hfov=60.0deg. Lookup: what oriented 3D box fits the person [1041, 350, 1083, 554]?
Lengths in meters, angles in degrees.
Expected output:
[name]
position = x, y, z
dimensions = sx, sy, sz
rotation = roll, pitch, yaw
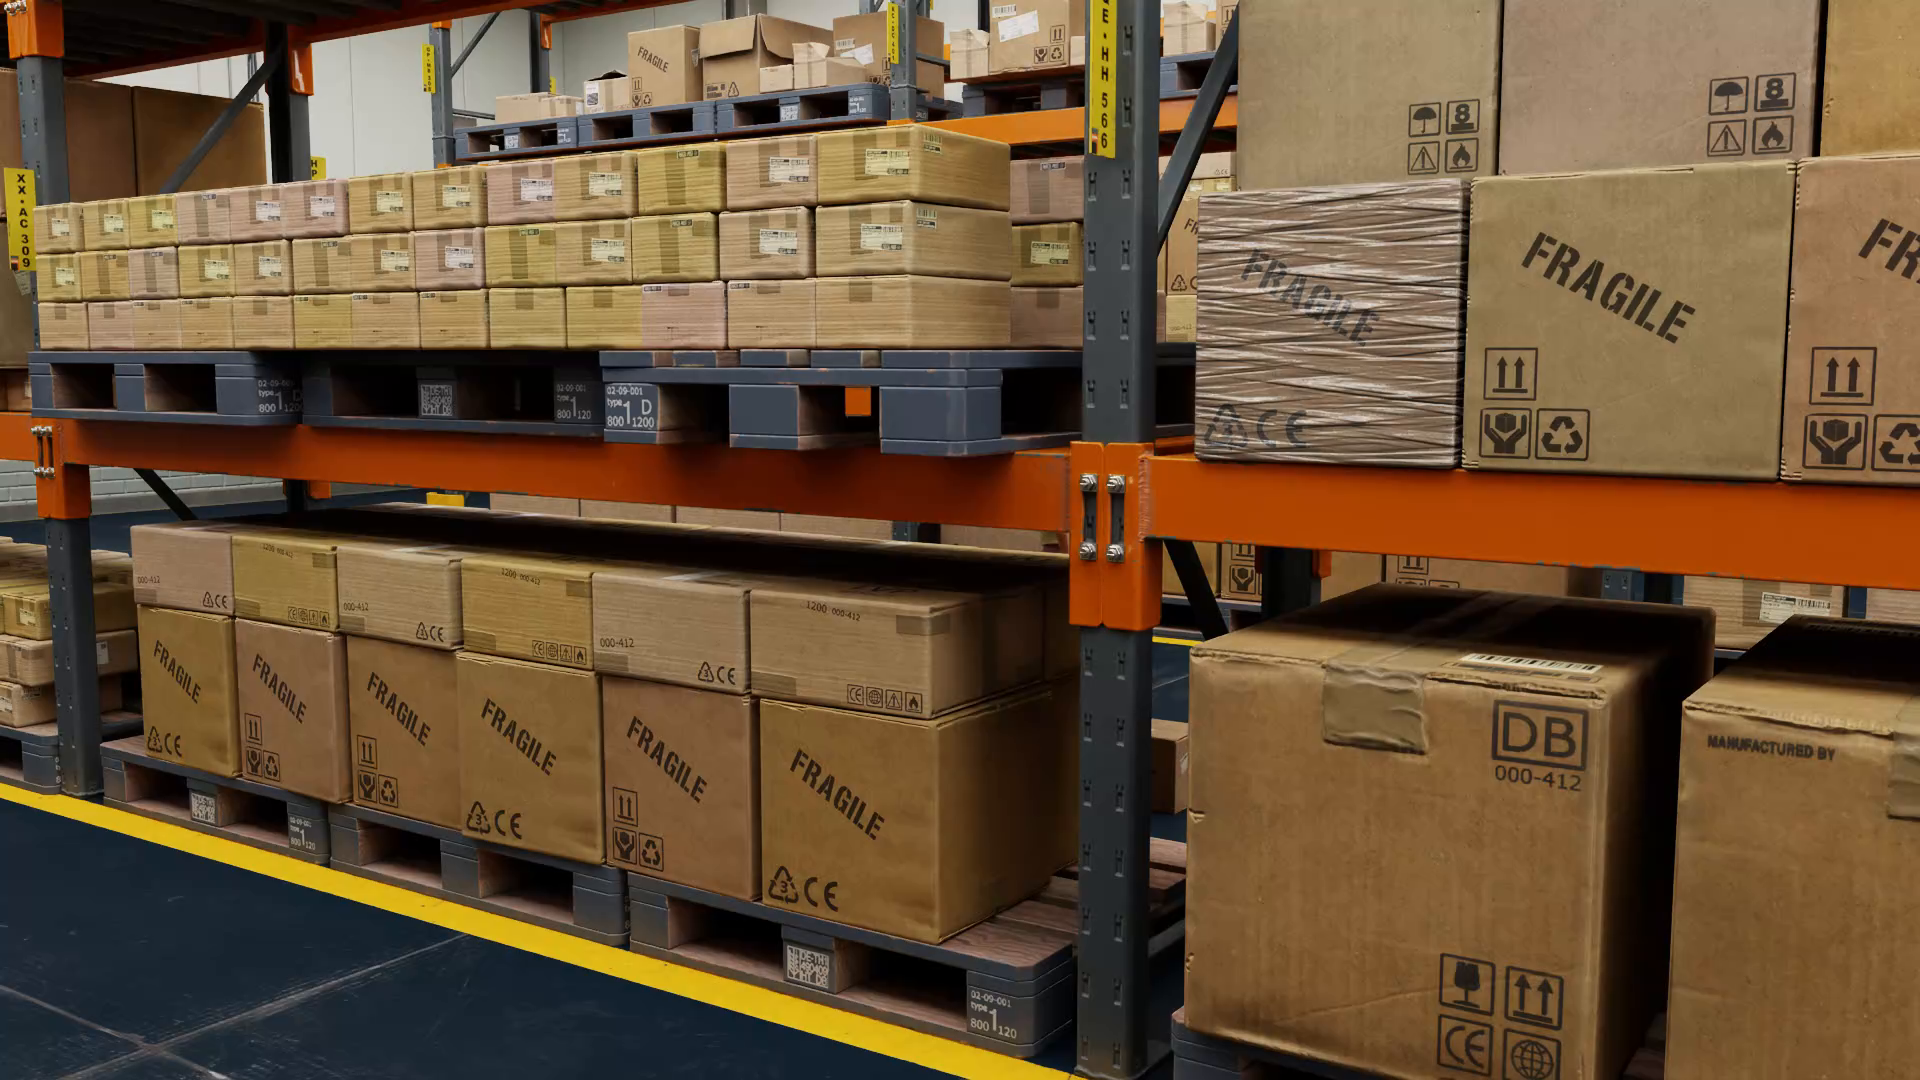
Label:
[person]
position = 0.461, 0.035, 5.659
dimensions = 0.355, 1.673, 0.520
rotation = 4, 7, 31
